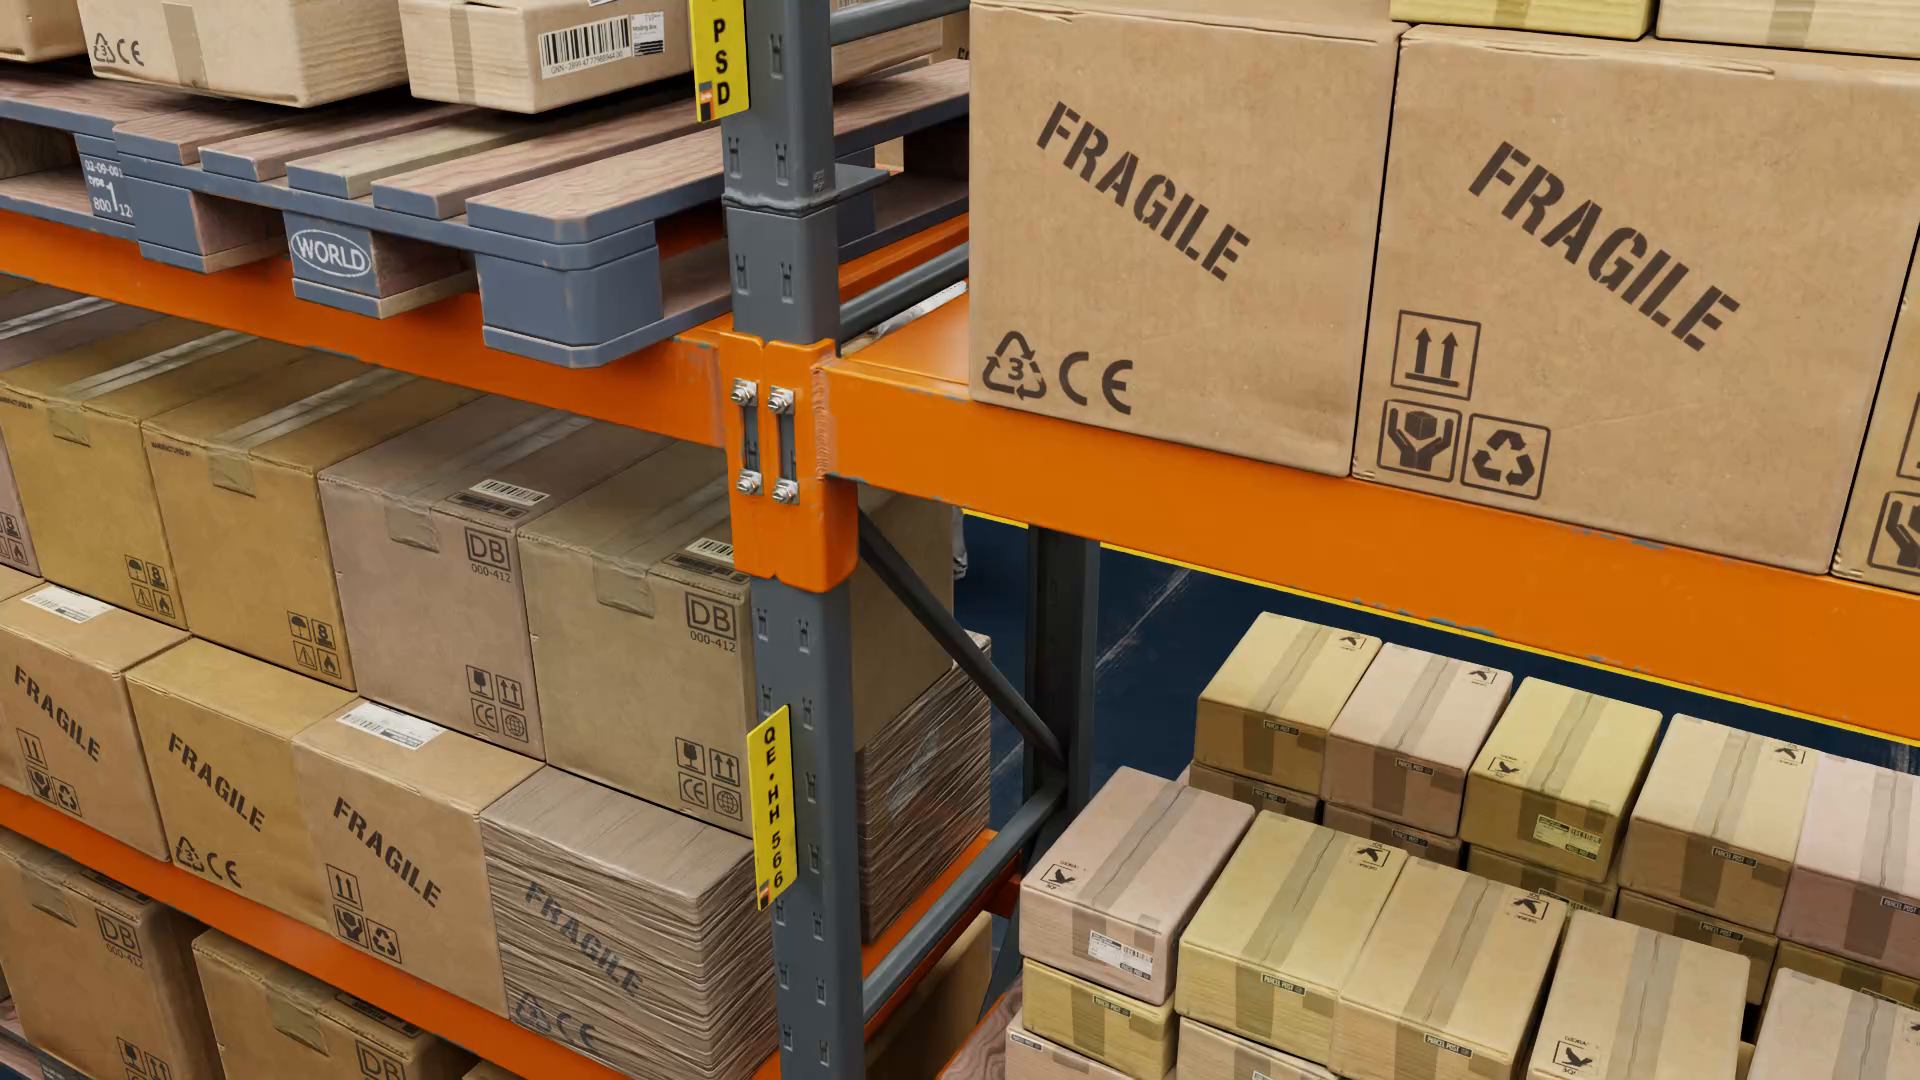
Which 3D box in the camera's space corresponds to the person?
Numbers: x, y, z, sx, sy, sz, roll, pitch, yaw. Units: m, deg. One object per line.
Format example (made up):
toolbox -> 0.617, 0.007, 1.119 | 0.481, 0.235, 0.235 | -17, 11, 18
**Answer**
person -> -0.228, -0.599, 7.299 | 0.563, 1.772, 0.494 | 14, 29, 26
